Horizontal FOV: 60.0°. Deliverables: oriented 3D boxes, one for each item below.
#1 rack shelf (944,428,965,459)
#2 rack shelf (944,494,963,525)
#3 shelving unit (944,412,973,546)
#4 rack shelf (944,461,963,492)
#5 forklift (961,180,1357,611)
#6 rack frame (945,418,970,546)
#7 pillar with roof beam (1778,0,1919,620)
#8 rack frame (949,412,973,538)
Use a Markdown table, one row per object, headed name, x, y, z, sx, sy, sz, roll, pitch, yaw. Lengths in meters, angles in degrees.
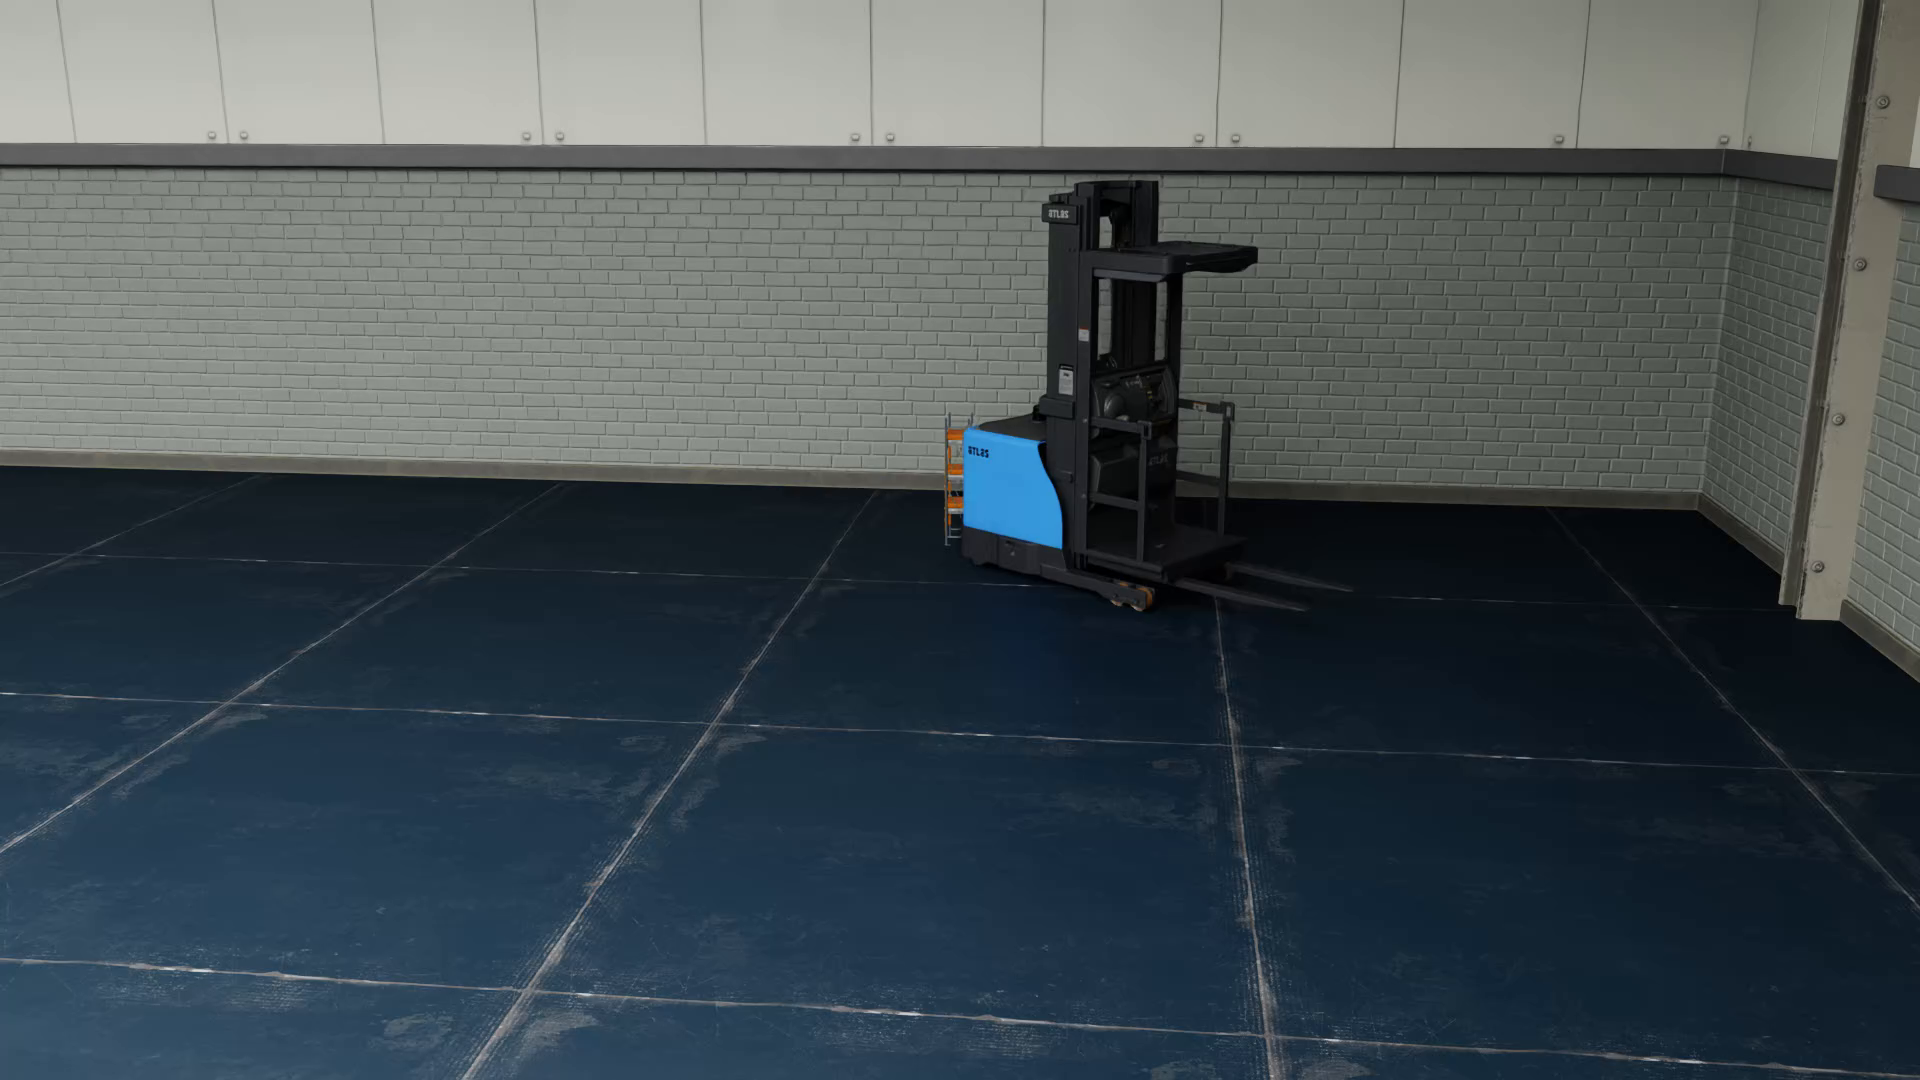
| name | x | y | z | sx | sy | sz | roll | pitch | yaw |
| --- | --- | --- | --- | --- | --- | --- | --- | --- | --- |
| rack shelf | -0.006 | -0.757 | 13.402 | 0.215 | 0.259 | 0.240 | 2 | 15 | 6 |
| rack shelf | -0.006 | -0.214 | 13.549 | 0.215 | 0.259 | 0.240 | 2 | 15 | 6 |
| shelving unit | -0.006 | -0.493 | 13.474 | 0.215 | 1.050 | 0.252 | 2 | 15 | 6 |
| rack shelf | -0.006 | -0.483 | 13.476 | 0.215 | 0.259 | 0.240 | 2 | 15 | 6 |
| forklift | 1.426 | -1.064 | 11.981 | 3.031 | 2.935 | 1.130 | 14 | 20 | 41 |
| rack frame | -0.020 | -0.461 | 13.357 | 0.200 | 1.050 | 0.008 | 2 | 15 | 6 |
| pillar with roof beam | 1.756 | -3.966 | 11.088 | 9.100 | 9.000 | 0.400 | 2 | 15 | 6 |
| rack frame | 0.008 | -0.525 | 13.591 | 0.200 | 1.050 | 0.008 | 2 | 15 | 6 |
